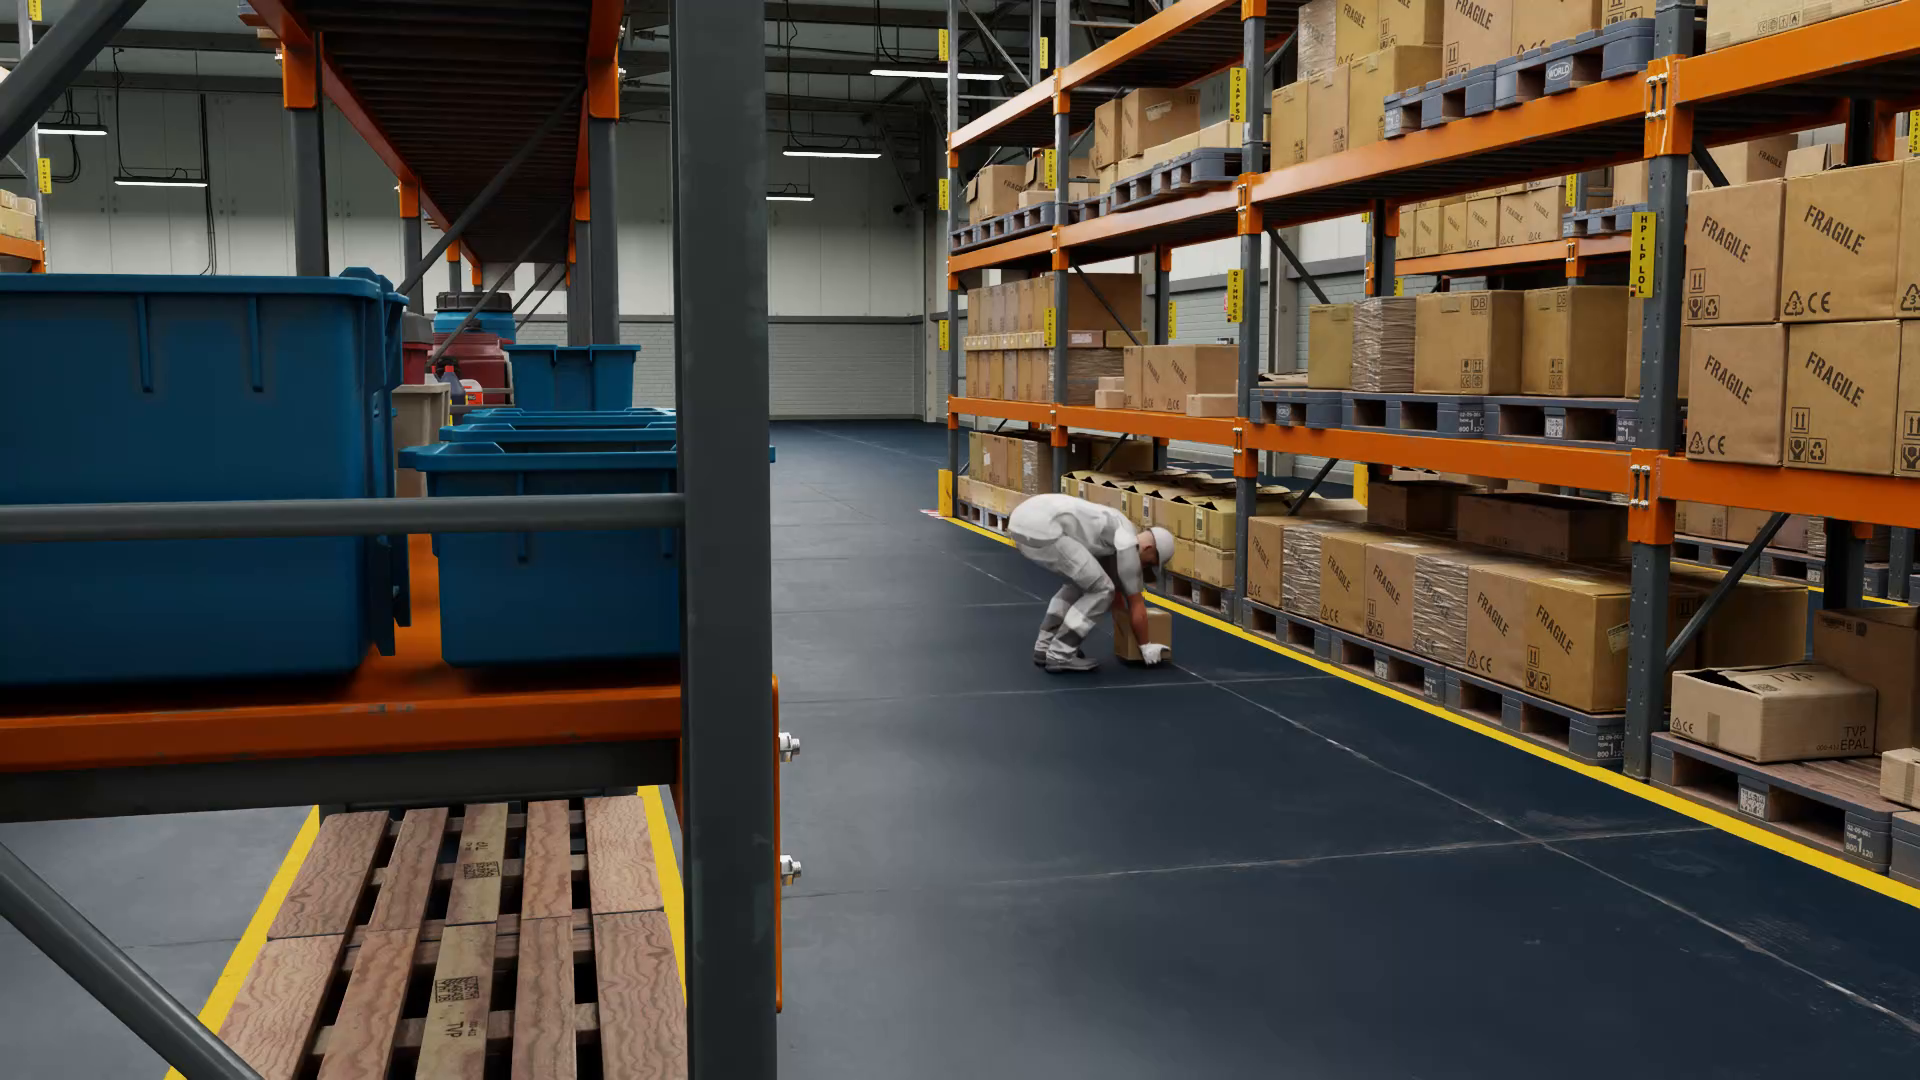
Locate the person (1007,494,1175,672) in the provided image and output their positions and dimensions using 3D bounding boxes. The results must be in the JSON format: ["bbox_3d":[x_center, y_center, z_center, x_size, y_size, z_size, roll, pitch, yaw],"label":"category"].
[{"bbox_3d":[0.734,0.218,9.151,0.949,0.956,0.533,-2,6,-16],"label":"person"}]
